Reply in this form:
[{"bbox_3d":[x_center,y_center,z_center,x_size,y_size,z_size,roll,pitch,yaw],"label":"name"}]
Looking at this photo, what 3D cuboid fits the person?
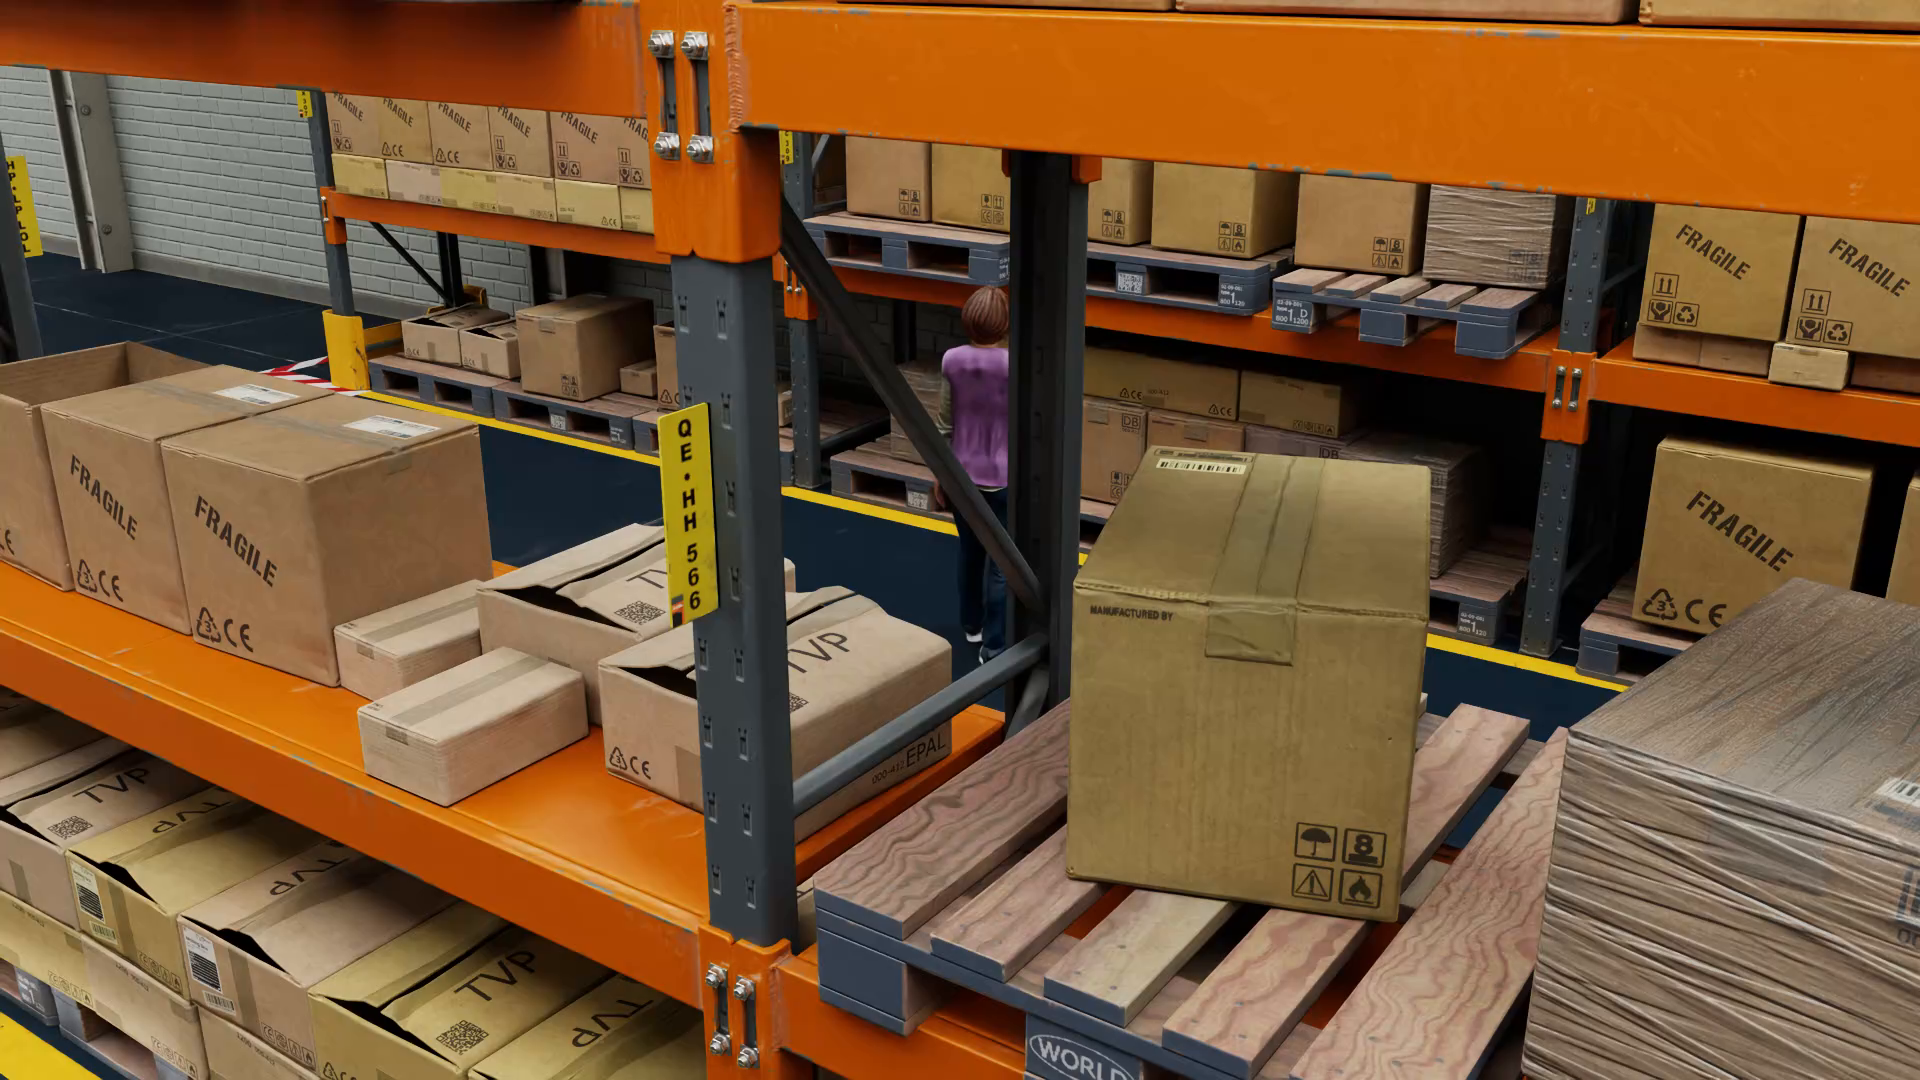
[{"bbox_3d":[0.136,-0.269,6.811,0.430,1.593,0.597,7,21,19],"label":"person"}]
